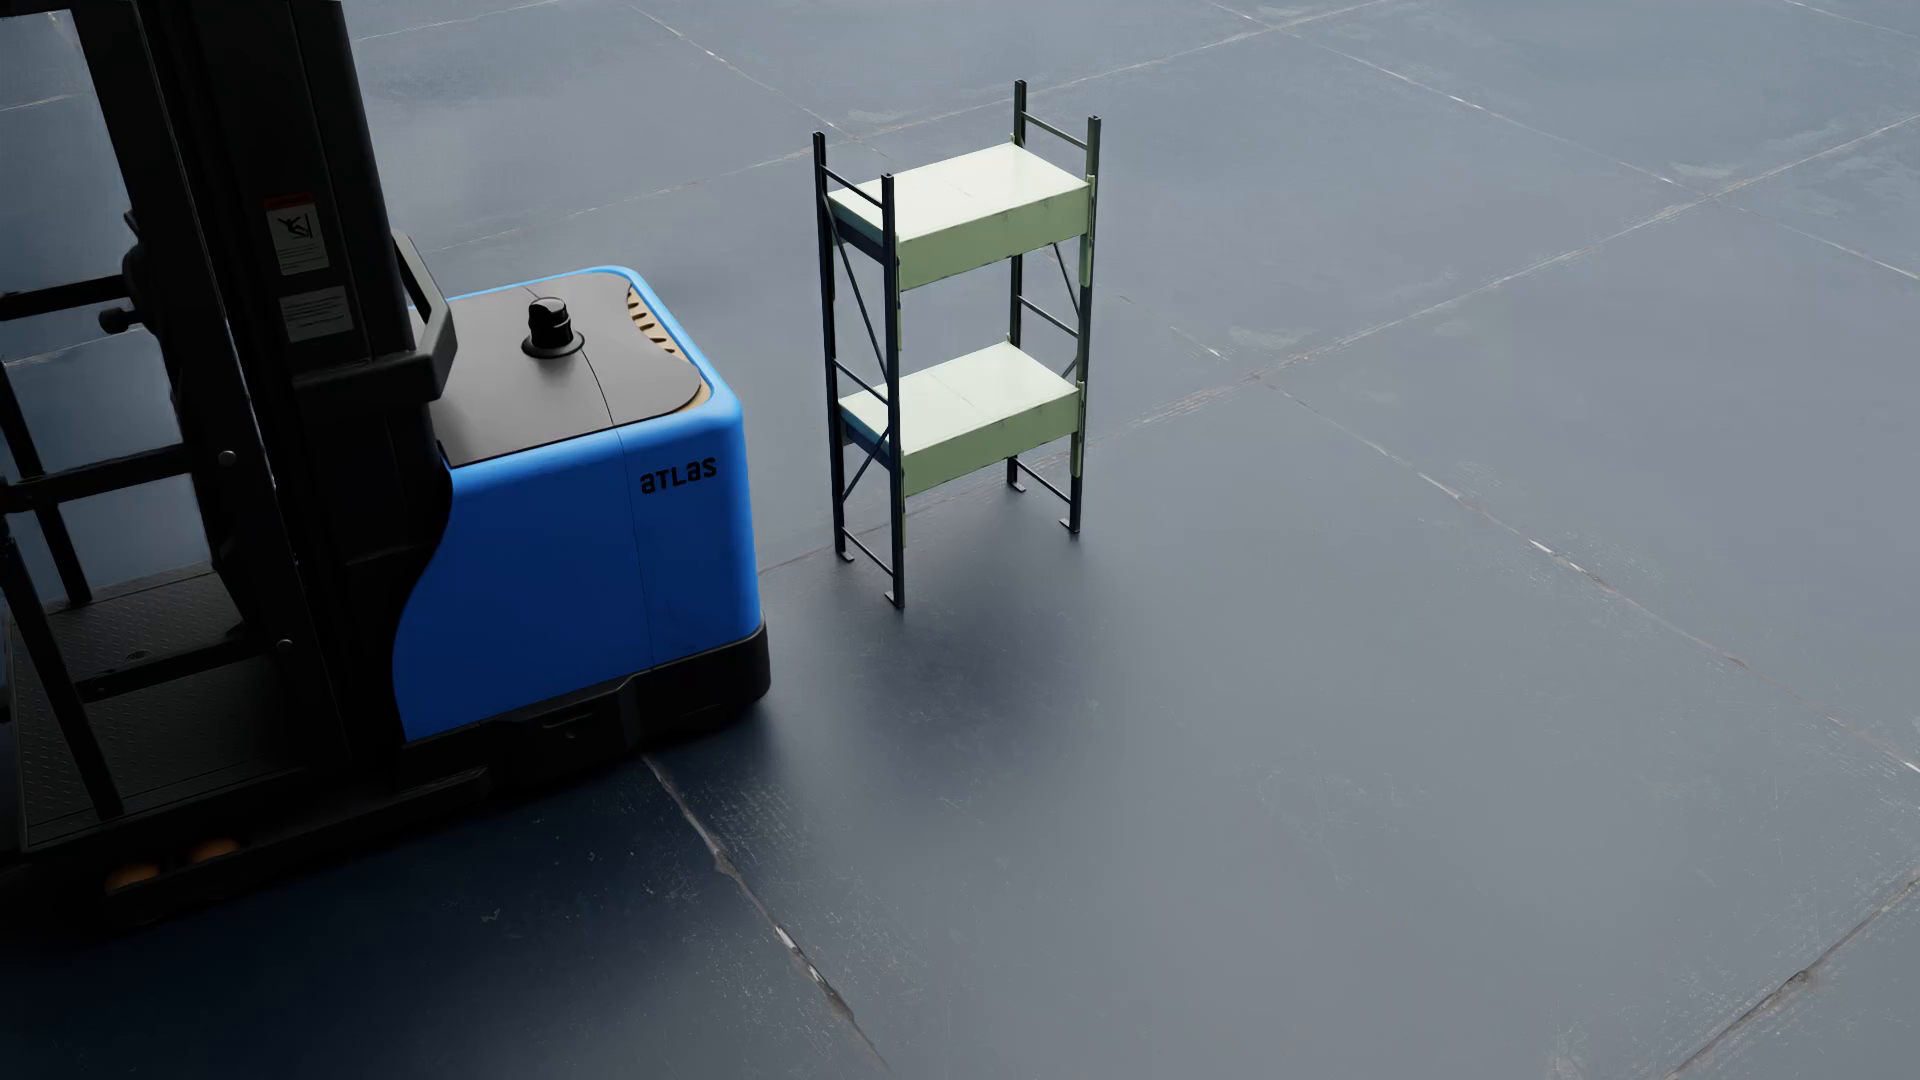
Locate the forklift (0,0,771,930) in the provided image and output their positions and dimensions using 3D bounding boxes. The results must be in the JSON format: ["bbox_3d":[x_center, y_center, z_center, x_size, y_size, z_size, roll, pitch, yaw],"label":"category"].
[{"bbox_3d":[-2.121,-0.537,3.987,3.031,2.935,1.130,-17,39,-22],"label":"forklift"}]

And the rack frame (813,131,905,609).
[{"bbox_3d":[-0.305,-0.484,5.138,0.023,1.500,0.400,-22,41,-28],"label":"rack frame"}]

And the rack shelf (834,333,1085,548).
[{"bbox_3d":[-0.005,-0.342,5.499,0.720,0.370,0.431,-22,41,-28],"label":"rack shelf"}]

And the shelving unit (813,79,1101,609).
[{"bbox_3d":[-0.005,-0.607,5.309,0.755,1.500,0.431,-22,41,-28],"label":"shelving unit"}]

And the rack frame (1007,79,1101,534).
[{"bbox_3d":[0.294,-0.730,5.480,0.023,1.500,0.400,-22,41,-28],"label":"rack frame"}]

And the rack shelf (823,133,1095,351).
[{"bbox_3d":[-0.005,-0.923,5.081,0.720,0.370,0.431,-22,41,-28],"label":"rack shelf"}]
